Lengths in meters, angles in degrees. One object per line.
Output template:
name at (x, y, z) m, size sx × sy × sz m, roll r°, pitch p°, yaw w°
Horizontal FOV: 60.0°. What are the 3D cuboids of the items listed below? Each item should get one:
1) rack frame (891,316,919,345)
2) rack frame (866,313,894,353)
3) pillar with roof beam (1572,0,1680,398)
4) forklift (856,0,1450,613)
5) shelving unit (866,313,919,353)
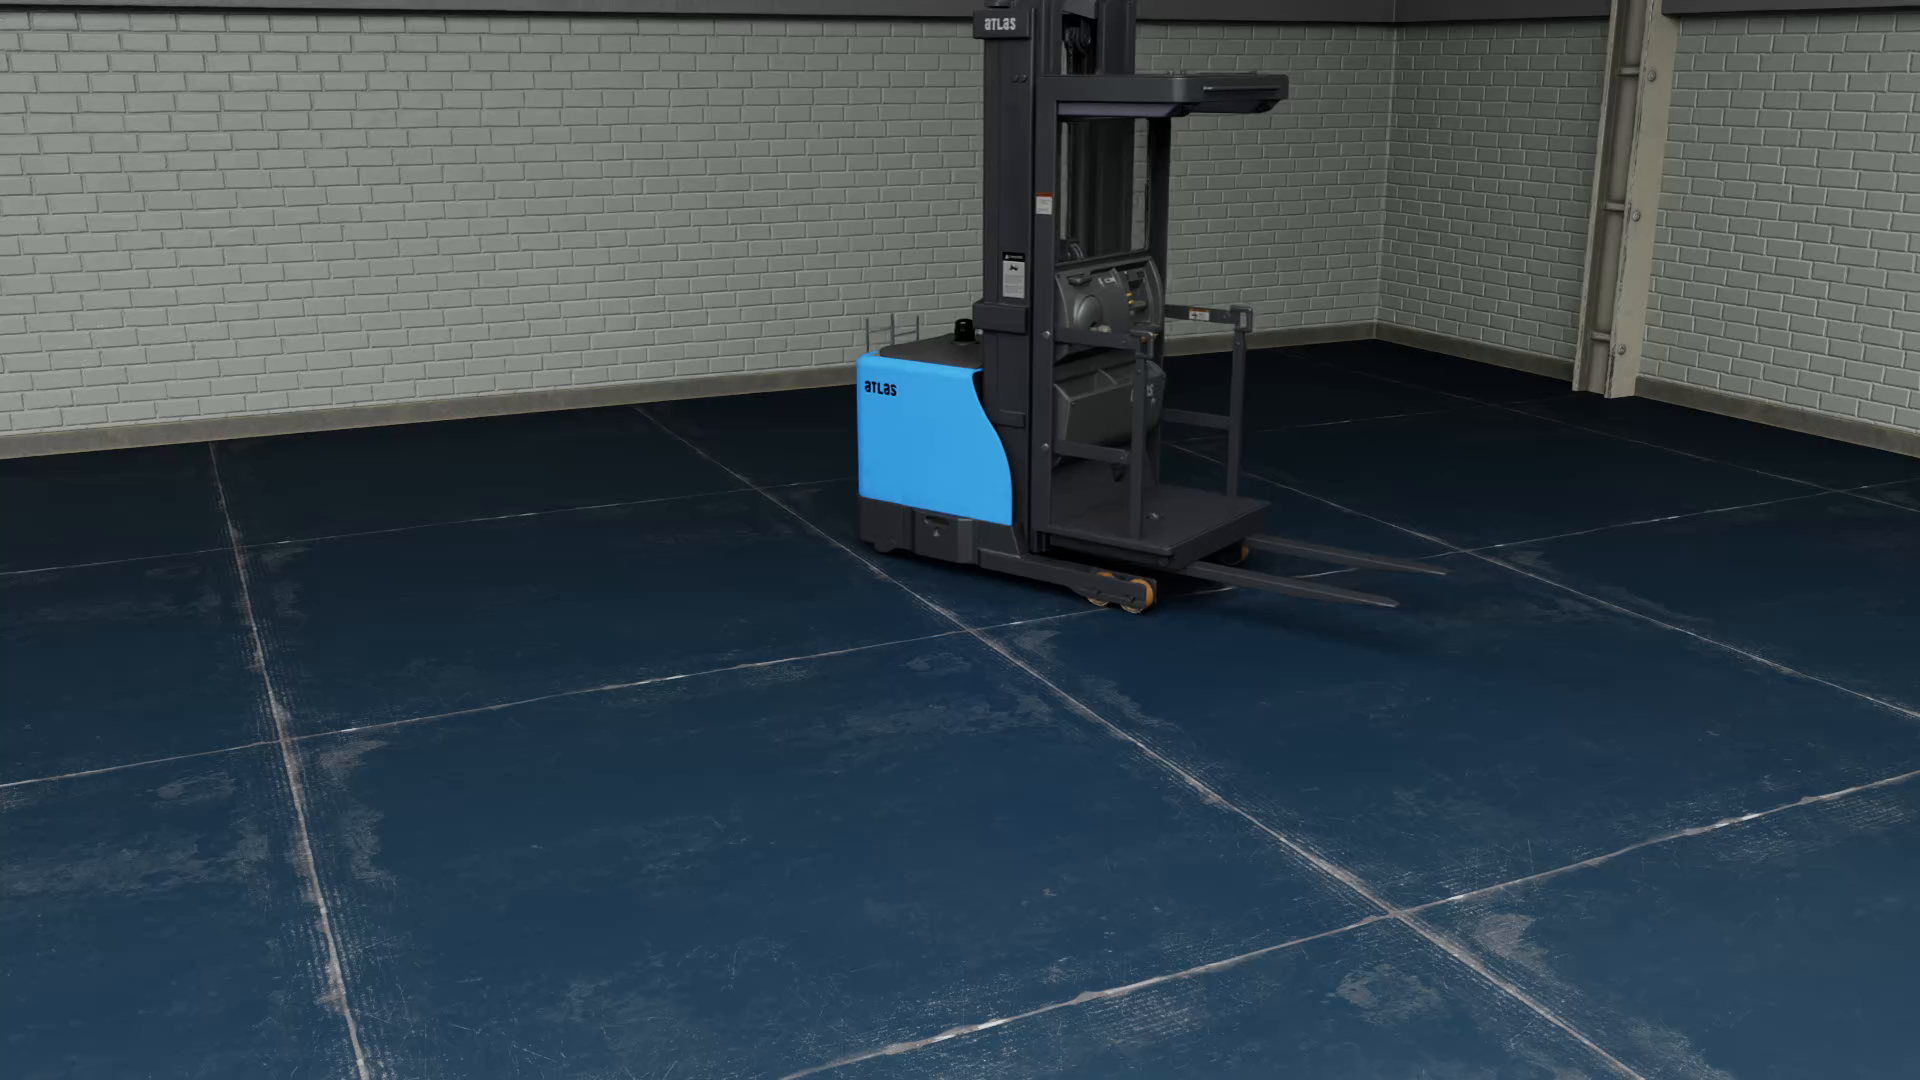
rack frame at (-0.299, -0.640, 9.304) m, size 0.006 × 1.200 × 0.240 m, roll 12°, pitch 20°, yaw 35°
rack frame at (-0.446, -0.670, 9.409) m, size 0.006 × 1.200 × 0.240 m, roll 12°, pitch 20°, yaw 35°
pillar with roof beam at (1.315, -4.994, 10.339) m, size 9.100 × 9.000 × 0.400 m, roll -8°, pitch 18°, yaw -25°
forklift at (0.922, -1.220, 8.190) m, size 3.031 × 2.935 × 1.130 m, roll 12°, pitch 20°, yaw 35°
shelving unit at (-0.373, -0.655, 9.356) m, size 0.189 × 1.200 × 0.258 m, roll 12°, pitch 20°, yaw 35°
